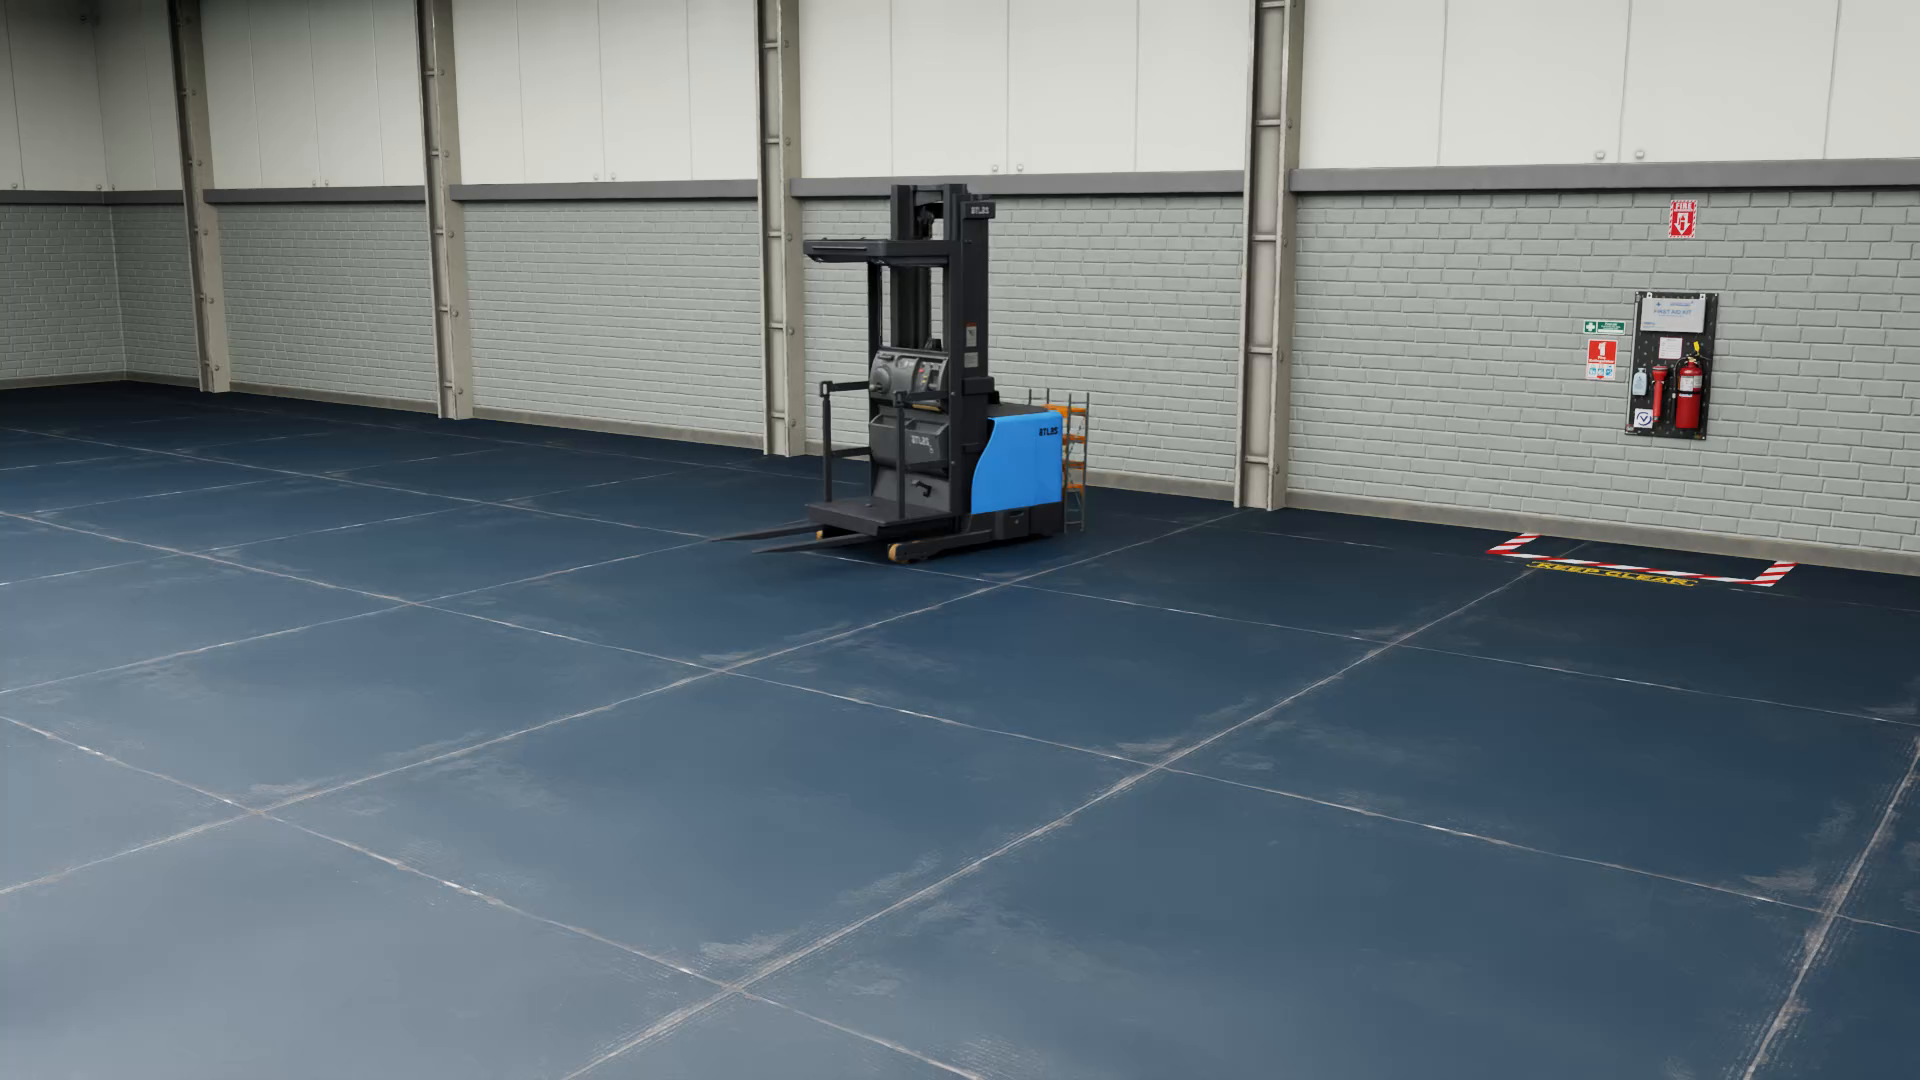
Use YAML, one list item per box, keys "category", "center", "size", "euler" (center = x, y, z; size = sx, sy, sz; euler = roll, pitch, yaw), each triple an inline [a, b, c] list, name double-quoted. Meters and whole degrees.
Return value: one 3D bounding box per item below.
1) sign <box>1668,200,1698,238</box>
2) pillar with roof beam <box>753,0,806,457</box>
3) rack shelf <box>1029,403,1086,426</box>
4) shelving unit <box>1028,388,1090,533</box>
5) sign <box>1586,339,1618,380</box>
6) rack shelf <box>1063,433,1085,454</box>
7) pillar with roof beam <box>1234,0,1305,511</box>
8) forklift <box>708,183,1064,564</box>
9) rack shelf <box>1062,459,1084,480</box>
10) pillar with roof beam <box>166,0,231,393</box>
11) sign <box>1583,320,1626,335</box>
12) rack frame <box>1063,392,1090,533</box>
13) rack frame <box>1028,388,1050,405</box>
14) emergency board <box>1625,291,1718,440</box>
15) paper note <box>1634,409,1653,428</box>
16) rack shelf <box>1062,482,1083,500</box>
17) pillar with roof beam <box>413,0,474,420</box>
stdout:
- category: "sign"
  center: [5.742, -2.551, 13.213]
  size: [0.199, 0.298, 0.001]
  euler: [8, 13, 36]
- category: "pillar with roof beam"
  center: [-4.561, -4.748, 14.880]
  size: [0.400, 9.000, 9.100]
  euler: [8, 13, 36]
- category: "rack shelf"
  center: [0.847, -1.084, 14.378]
  size: [0.258, 0.148, 0.480]
  euler: [-7, 13, -41]
- category: "shelving unit"
  center: [0.836, -0.696, 14.442]
  size: [0.258, 1.200, 0.503]
  euler: [-7, 13, -41]
- category: "sign"
  center: [5.305, -1.492, 13.749]
  size: [0.234, 0.329, 0.001]
  euler: [8, 13, 36]
- category: "rack shelf"
  center: [0.840, -0.850, 14.416]
  size: [0.258, 0.148, 0.480]
  euler: [-7, 13, -41]
- category: "pillar with roof beam"
  center: [0.275, -4.073, 11.394]
  size: [0.400, 9.000, 9.100]
  euler: [8, 13, 36]
- category: "forklift"
  center: [-0.575, -1.361, 13.348]
  size: [3.031, 2.935, 1.130]
  euler: [-9, 14, -39]
- category: "rack shelf"
  center: [0.833, -0.630, 14.453]
  size: [0.258, 0.148, 0.480]
  euler: [-7, 13, -41]
- category: "pillar with roof beam"
  center: [-14.233, -6.097, 21.854]
  size: [0.400, 9.000, 9.100]
  euler: [8, 13, 36]
- category: "sign"
  center: [5.304, -1.750, 13.689]
  size: [0.331, 0.109, 0.001]
  euler: [8, 13, 36]
- category: "rack frame"
  center: [0.996, -0.661, 14.262]
  size: [0.240, 1.200, 0.015]
  euler: [-7, 13, -41]
- category: "rack frame"
  center: [0.675, -0.731, 14.622]
  size: [0.240, 1.200, 0.015]
  euler: [-7, 13, -41]
- category: "emergency board"
  center: [5.690, -1.396, 13.350]
  size: [0.643, 1.169, 0.194]
  euler: [8, 13, 36]
- category: "paper note"
  center: [5.588, -0.994, 13.591]
  size: [0.142, 0.148, 0.016]
  euler: [8, 13, 36]
- category: "rack shelf"
  center: [0.827, -0.434, 14.486]
  size: [0.258, 0.148, 0.480]
  euler: [-7, 13, -41]
- category: "pillar with roof beam"
  center: [-9.397, -5.423, 18.367]
  size: [0.400, 9.000, 9.100]
  euler: [8, 13, 36]
